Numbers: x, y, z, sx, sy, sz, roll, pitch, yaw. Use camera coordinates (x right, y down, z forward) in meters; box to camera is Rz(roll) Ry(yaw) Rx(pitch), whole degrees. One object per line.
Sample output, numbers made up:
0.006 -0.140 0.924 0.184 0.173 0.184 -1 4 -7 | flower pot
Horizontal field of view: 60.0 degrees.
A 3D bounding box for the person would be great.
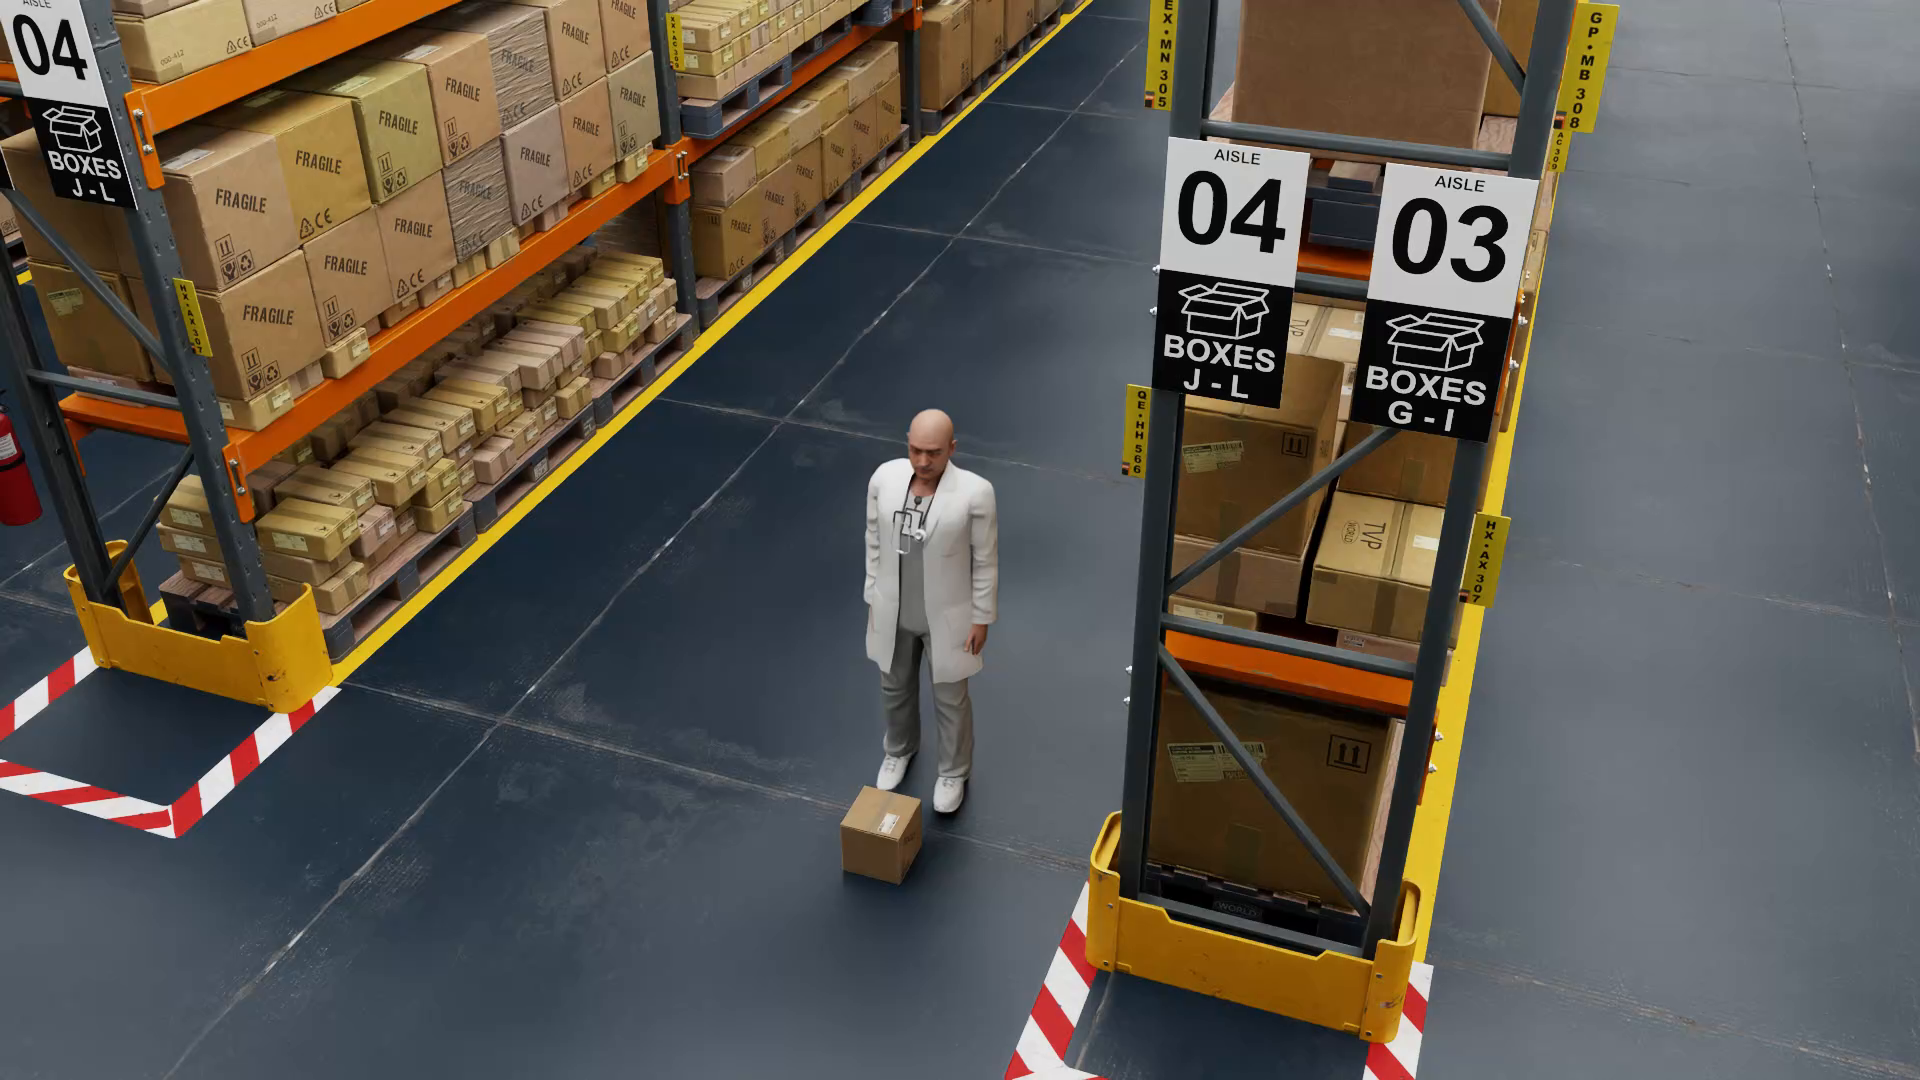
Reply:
-0.125 0.307 6.717 0.566 1.818 0.438 11 34 17 | person
